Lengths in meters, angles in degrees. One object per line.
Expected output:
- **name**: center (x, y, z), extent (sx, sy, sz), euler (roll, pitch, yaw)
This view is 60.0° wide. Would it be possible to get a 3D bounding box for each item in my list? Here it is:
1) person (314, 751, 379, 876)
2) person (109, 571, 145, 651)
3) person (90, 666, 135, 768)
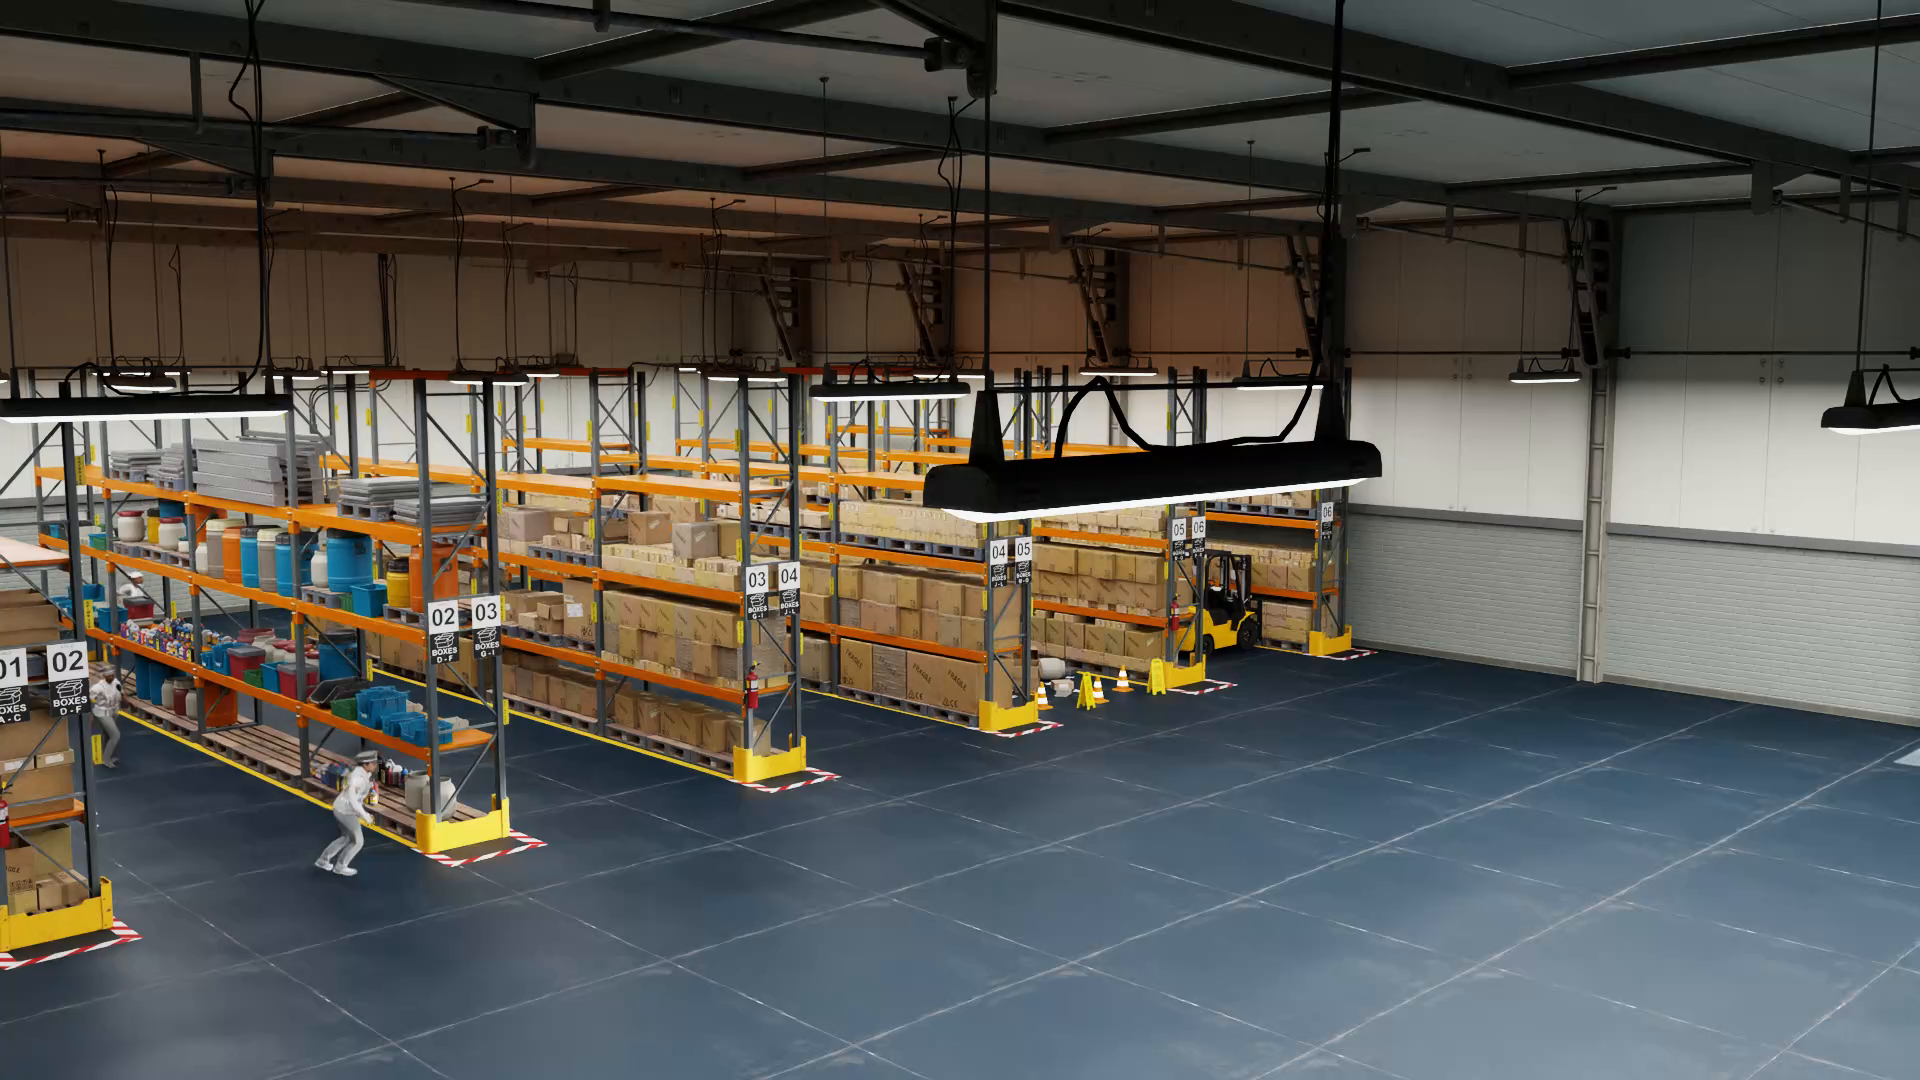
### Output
- **person**: center (-7.401, 3.310, 20.079), extent (0.783, 1.548, 0.603), euler (-2, 7, -20)
- **person**: center (-17.583, 1.532, 35.190), extent (0.711, 1.723, 0.814), euler (-1, 6, -7)
- **person**: center (-13.004, 2.700, 25.495), extent (0.777, 1.634, 0.598), euler (1, 6, 5)
